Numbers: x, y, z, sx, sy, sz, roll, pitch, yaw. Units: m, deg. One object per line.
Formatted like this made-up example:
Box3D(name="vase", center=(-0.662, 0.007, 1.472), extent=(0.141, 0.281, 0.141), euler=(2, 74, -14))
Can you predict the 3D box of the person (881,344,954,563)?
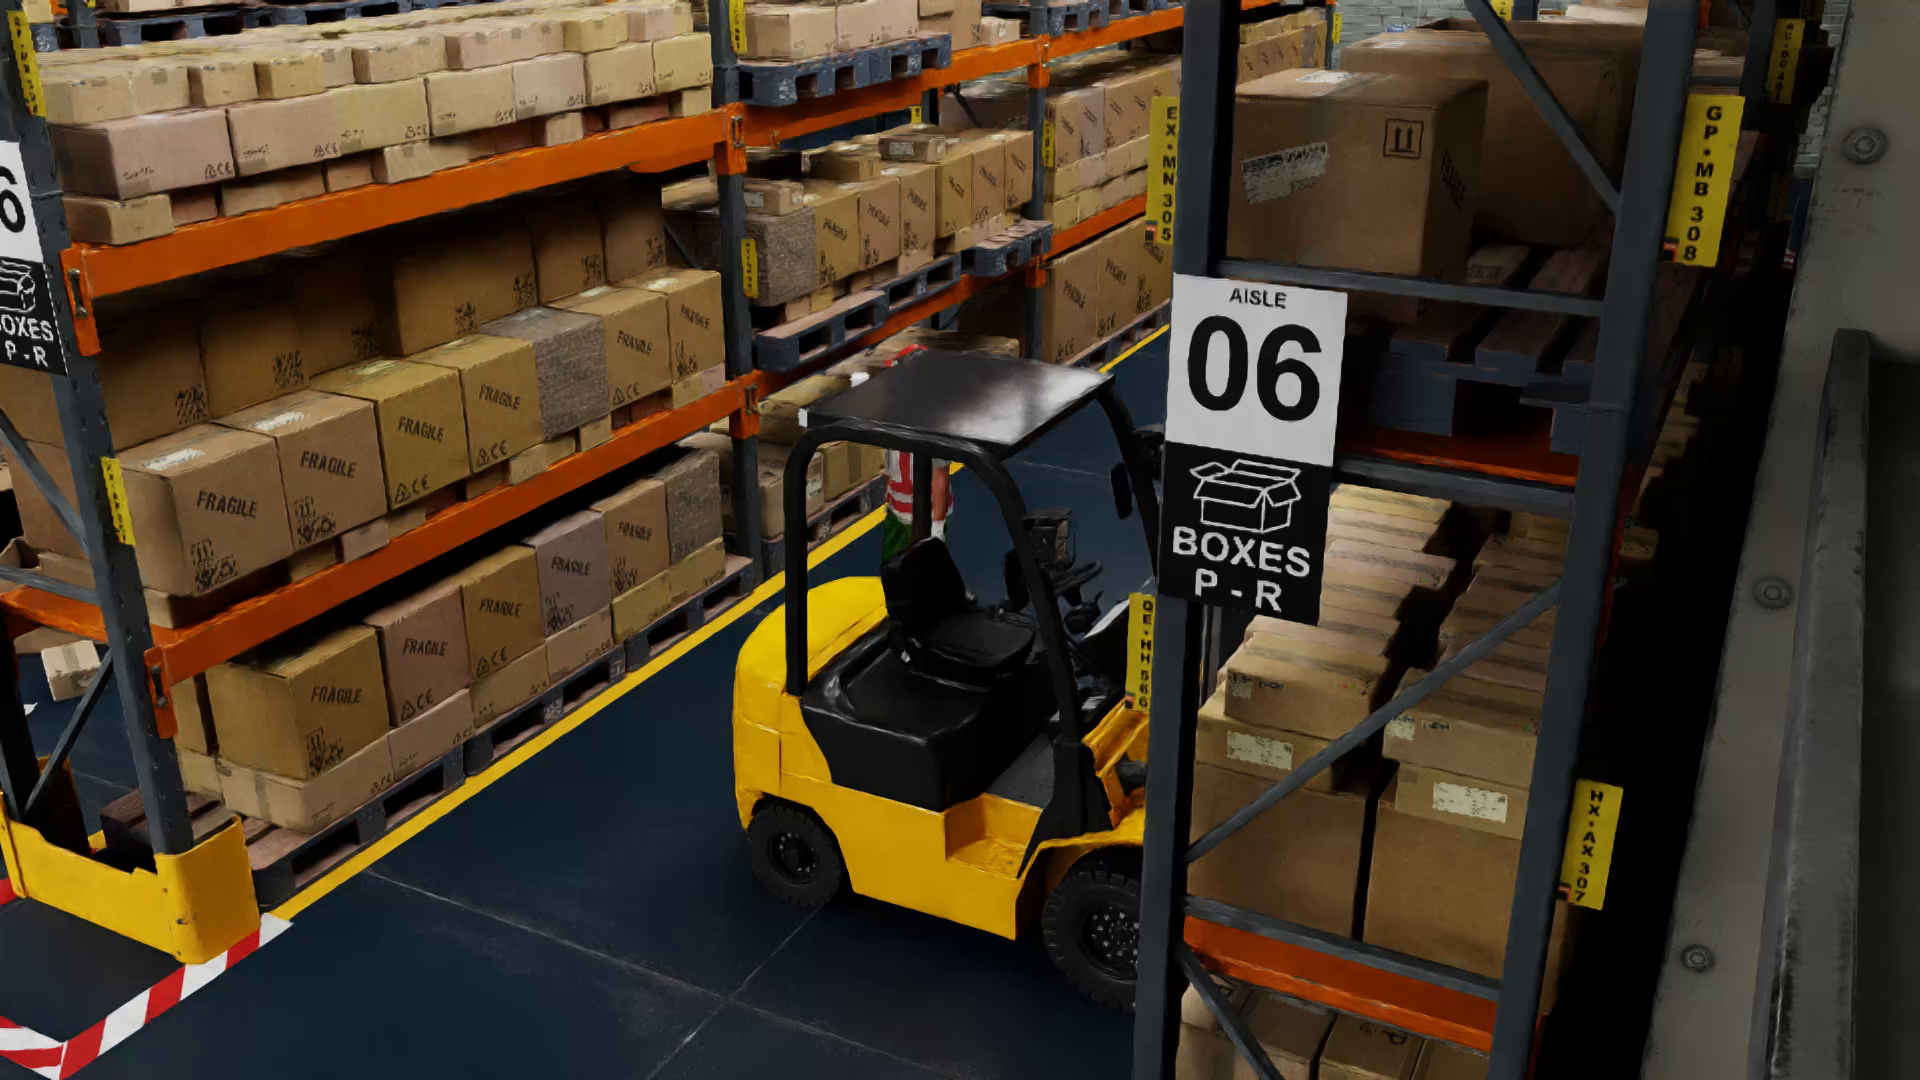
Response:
Box3D(name="person", center=(-0.311, -0.129, 8.569), extent=(0.558, 1.793, 0.547), euler=(-8, 24, -19))
